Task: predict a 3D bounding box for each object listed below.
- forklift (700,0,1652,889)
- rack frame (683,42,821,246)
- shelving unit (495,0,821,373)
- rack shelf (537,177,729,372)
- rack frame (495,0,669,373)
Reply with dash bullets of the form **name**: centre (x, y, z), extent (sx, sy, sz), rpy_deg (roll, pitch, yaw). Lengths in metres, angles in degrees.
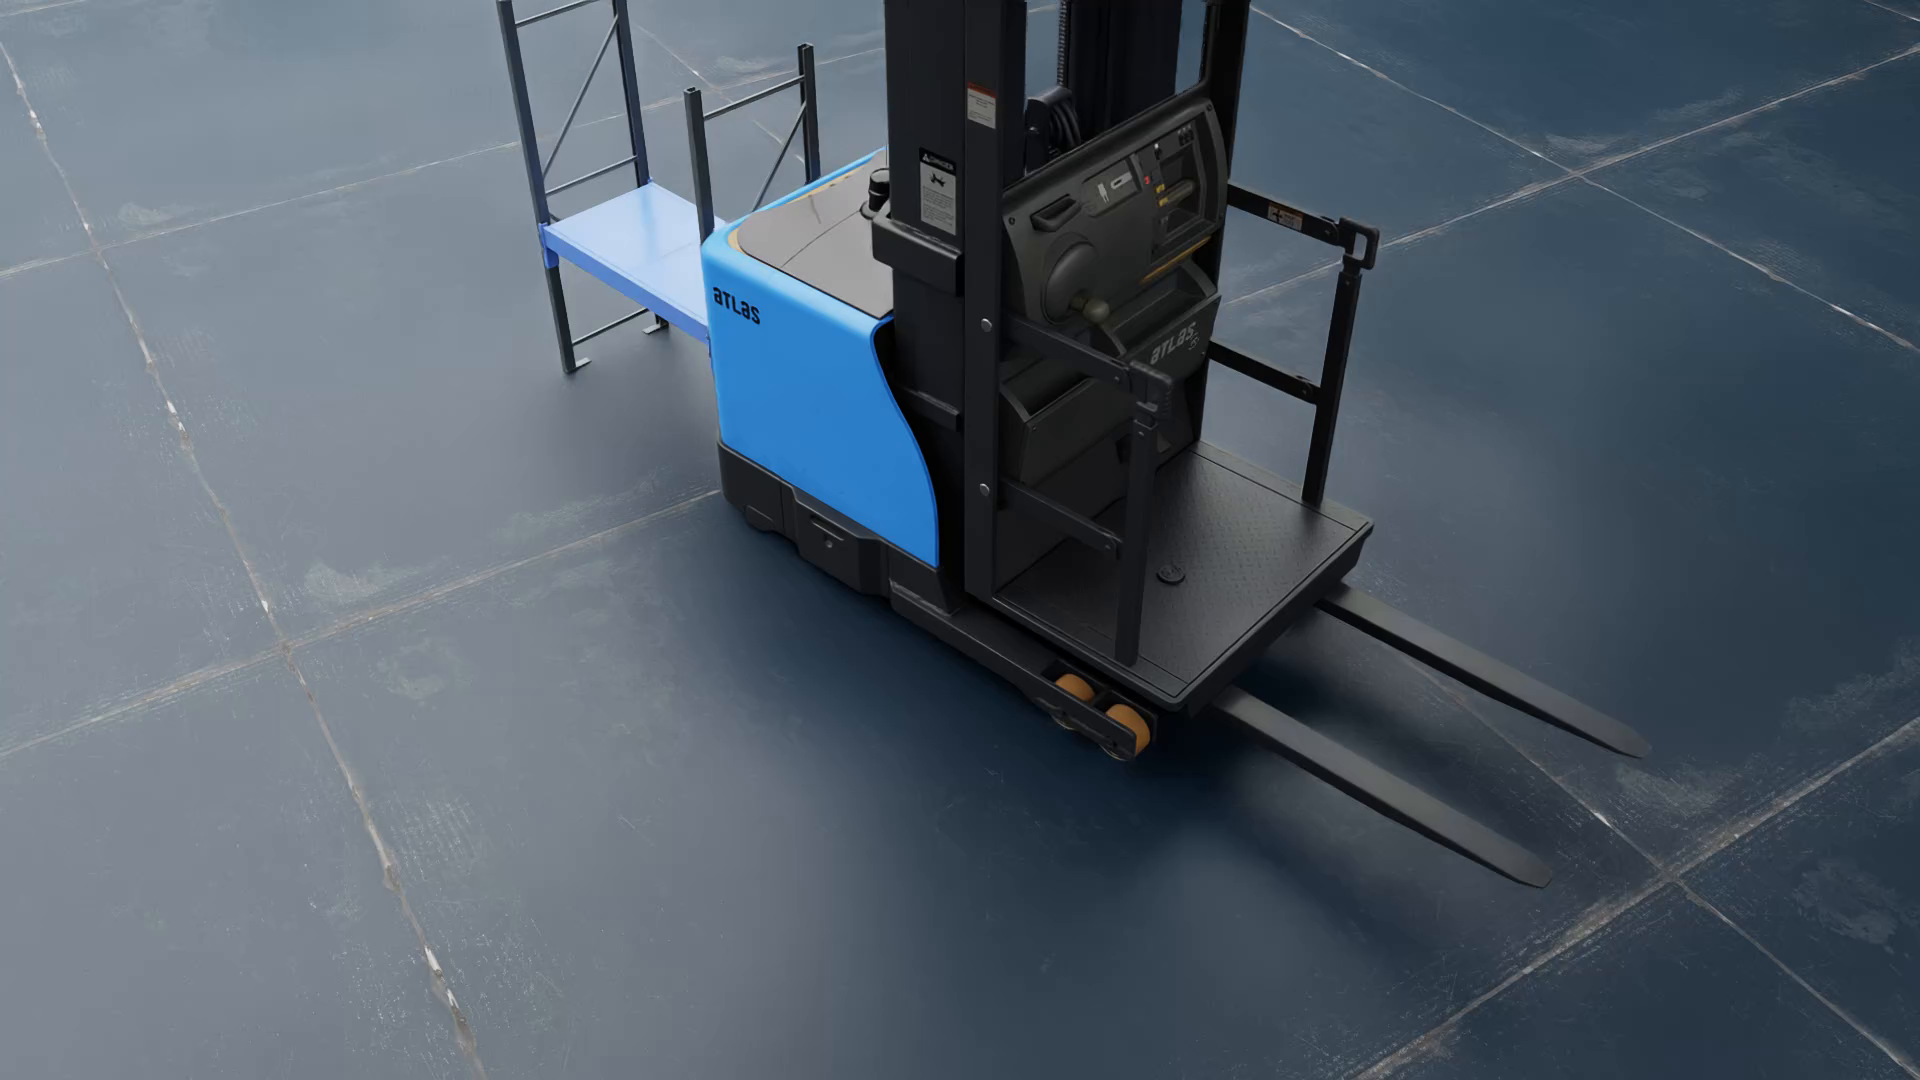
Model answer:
- **forklift**: centre (0.603, -0.852, 4.483), extent (3.031, 2.935, 1.130), rpy_deg (30, 48, 31)
- **rack frame**: centre (-0.654, -0.895, 5.652), extent (0.032, 1.500, 0.500), rpy_deg (32, 49, 33)
- **shelving unit**: centre (-1.016, -1.123, 5.927), extent (1.048, 1.500, 0.538), rpy_deg (32, 49, 33)
- **rack shelf**: centre (-1.016, -0.985, 6.042), extent (1.000, 0.185, 0.538), rpy_deg (32, 49, 33)
- **rack frame**: centre (-1.378, -1.352, 6.201), extent (0.032, 1.500, 0.500), rpy_deg (32, 49, 33)
